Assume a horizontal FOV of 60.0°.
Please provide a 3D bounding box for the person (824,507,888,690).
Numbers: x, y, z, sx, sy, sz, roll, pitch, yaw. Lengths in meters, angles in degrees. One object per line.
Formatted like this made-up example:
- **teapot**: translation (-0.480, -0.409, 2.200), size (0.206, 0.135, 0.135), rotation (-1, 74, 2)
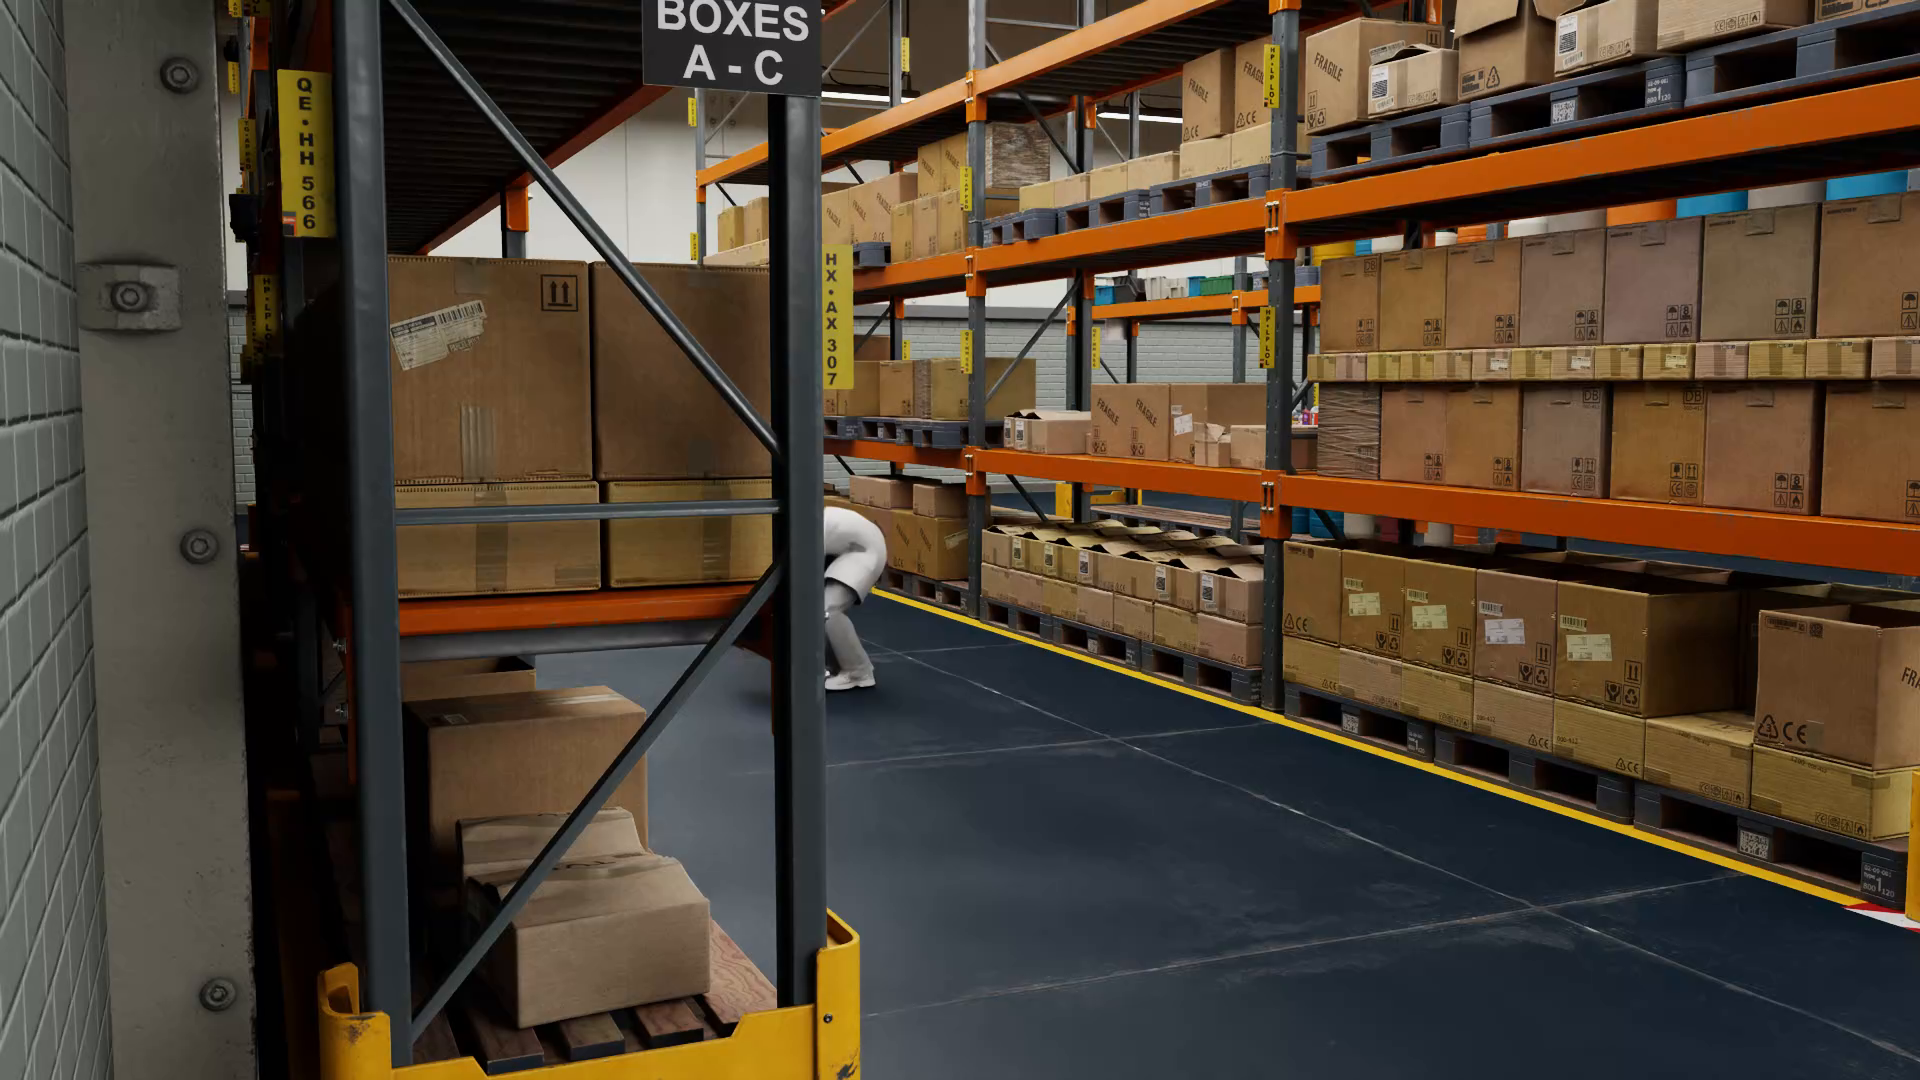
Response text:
- **person**: translation (-0.881, 0.336, 9.814), size (0.941, 1.085, 0.588), rotation (-3, 6, -27)
